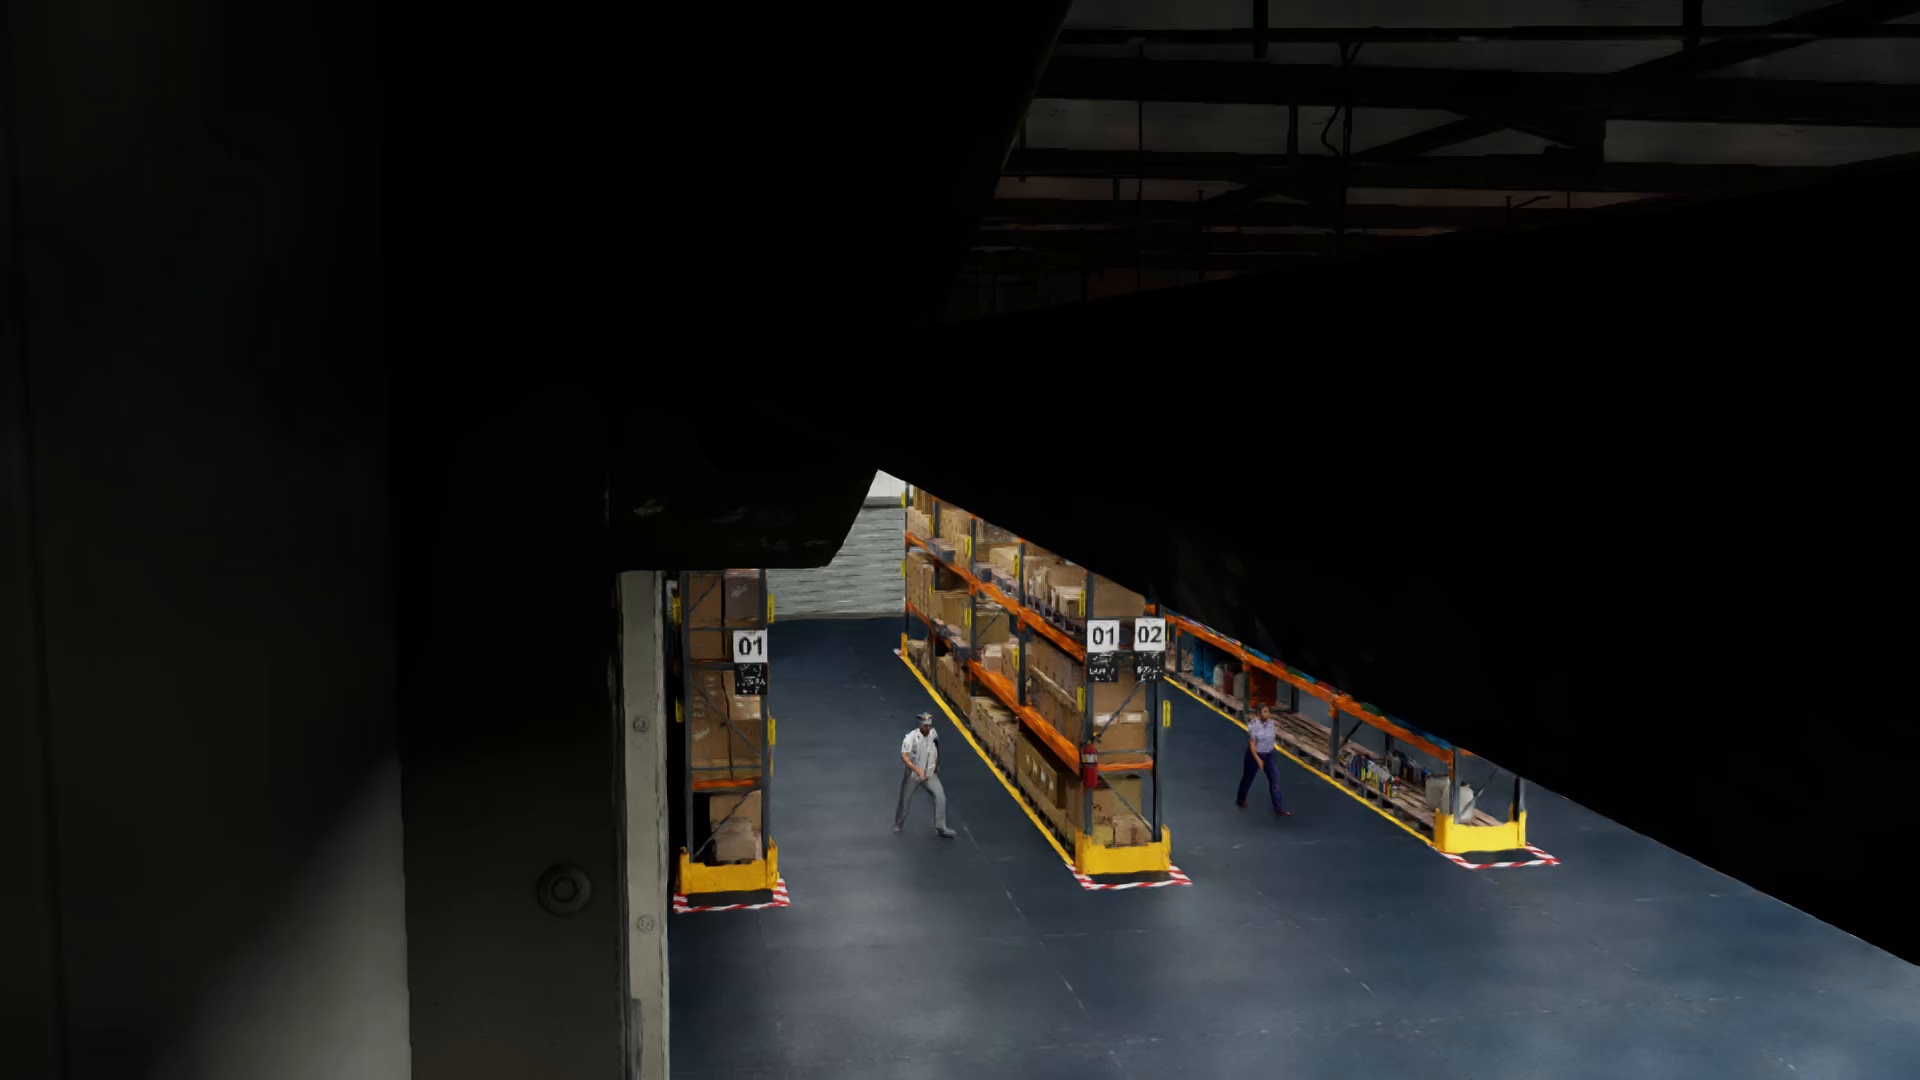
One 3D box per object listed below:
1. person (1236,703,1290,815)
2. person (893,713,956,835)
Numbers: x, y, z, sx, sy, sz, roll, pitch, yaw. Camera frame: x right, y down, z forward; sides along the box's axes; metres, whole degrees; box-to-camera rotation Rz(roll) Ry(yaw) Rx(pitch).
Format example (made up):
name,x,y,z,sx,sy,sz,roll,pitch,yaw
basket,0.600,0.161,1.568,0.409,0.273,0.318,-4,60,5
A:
name,x,y,z,sx,sy,sz,roll,pitch,yaw
person,4.278,3.092,23.621,0.478,1.567,0.984,-2,6,-18
person,-0.522,3.145,22.569,0.701,1.689,0.857,-3,7,-26
